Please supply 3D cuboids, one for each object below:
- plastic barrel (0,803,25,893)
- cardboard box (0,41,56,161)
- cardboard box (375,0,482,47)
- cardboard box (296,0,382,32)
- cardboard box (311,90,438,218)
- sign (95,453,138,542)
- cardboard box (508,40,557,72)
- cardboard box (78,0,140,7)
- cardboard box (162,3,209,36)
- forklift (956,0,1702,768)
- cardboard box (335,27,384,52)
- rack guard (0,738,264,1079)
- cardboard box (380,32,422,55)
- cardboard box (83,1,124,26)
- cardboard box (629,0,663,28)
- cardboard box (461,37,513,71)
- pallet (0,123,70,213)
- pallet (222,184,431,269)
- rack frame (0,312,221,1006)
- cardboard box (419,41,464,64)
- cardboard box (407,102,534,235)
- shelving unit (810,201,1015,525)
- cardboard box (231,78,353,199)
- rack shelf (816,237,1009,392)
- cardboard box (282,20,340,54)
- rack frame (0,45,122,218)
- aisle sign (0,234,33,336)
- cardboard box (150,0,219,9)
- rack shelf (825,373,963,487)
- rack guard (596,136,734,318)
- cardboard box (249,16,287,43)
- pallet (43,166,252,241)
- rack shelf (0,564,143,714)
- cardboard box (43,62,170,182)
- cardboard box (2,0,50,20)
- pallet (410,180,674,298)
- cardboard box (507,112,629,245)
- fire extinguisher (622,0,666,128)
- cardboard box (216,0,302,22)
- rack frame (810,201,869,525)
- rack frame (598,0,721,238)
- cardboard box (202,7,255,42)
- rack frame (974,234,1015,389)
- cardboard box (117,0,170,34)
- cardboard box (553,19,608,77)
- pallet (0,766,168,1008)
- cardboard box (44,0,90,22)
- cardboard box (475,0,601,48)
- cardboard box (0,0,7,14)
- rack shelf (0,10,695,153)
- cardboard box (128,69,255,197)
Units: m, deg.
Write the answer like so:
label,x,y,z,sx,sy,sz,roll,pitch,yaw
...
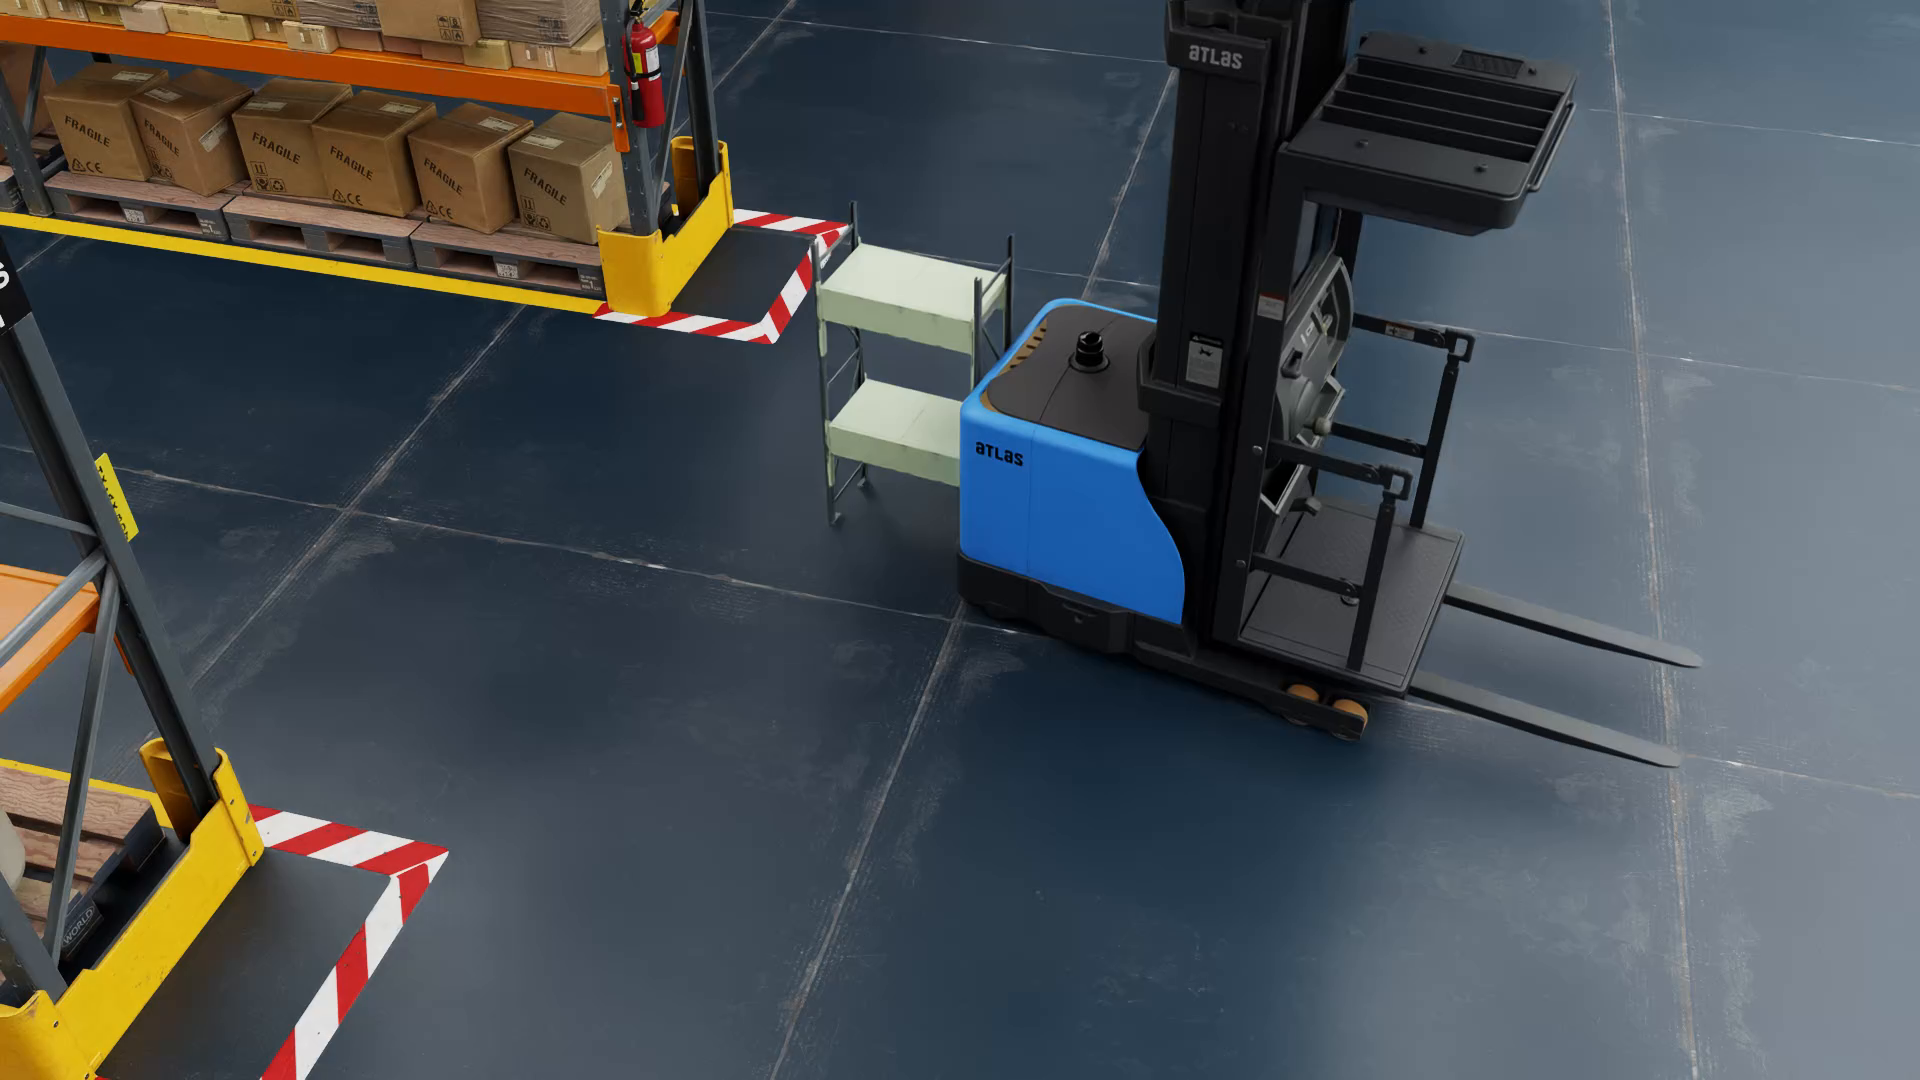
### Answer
label,x,y,z,sx,sy,sz,roll,pitch,yaw
plastic barrel,-3.527,1.055,5.769,0.421,0.512,0.421,0,40,0
cardboard box,-6.043,-2.743,10.286,0.500,0.500,0.700,7,41,8
cardboard box,-2.630,-3.021,8.706,0.500,0.500,0.875,10,41,11
cardboard box,-3.102,-3.131,8.836,0.500,0.500,0.875,10,41,11
cardboard box,-3.377,-2.263,9.730,0.500,0.500,0.500,13,42,15
sign,-2.725,-0.122,5.347,0.005,0.325,0.100,10,41,11
cardboard box,-2.162,-2.616,8.728,0.250,0.149,0.380,10,41,11
cardboard box,-4.563,-3.351,9.098,0.500,0.500,0.875,10,41,11
cardboard box,-4.112,-2.905,9.072,0.250,0.149,0.380,10,41,11
forklift,1.539,-0.700,6.305,3.031,2.935,1.130,17,43,20
cardboard box,-3.132,-2.772,8.914,0.250,0.149,0.380,10,41,11
rack guard,-2.957,1.299,5.814,0.348,0.500,1.175,10,41,11
cardboard box,-2.885,-2.745,8.881,0.250,0.149,0.380,10,41,11
cardboard box,-4.595,-2.988,9.171,0.250,0.149,0.380,10,41,11
cardboard box,-1.805,-2.851,9.008,0.250,0.149,0.380,10,41,11
cardboard box,-2.416,-2.626,8.740,0.250,0.149,0.380,10,41,11
pallet,-6.208,-2.477,10.536,1.213,0.211,1.003,10,41,11
pallet,-3.615,-2.058,10.036,1.213,0.211,1.003,10,41,11
rack frame,-2.872,0.325,5.030,0.127,3.000,1.000,10,41,11
cardboard box,-2.654,-2.677,8.801,0.250,0.149,0.380,10,41,11
cardboard box,-2.777,-2.148,9.592,0.500,0.500,0.500,20,44,23
shelving unit,-0.195,-0.674,7.386,0.755,1.500,0.431,15,42,17
cardboard box,-3.904,-2.384,9.873,0.500,0.500,0.500,6,40,8
rack shelf,-0.195,-0.973,7.135,0.720,0.370,0.431,15,42,17
cardboard box,-3.396,-2.759,8.898,0.250,0.149,0.380,10,41,11
rack frame,-5.456,-3.417,9.486,0.127,3.000,1.000,10,41,11
aisle sign,-2.727,-0.840,4.396,0.004,0.787,0.394,10,41,11
cardboard box,-4.054,-3.330,9.074,0.500,0.500,0.875,10,41,11
rack shelf,-0.195,-0.424,7.596,0.720,0.370,0.431,15,42,17
rack guard,-1.665,-1.807,9.513,0.348,0.500,1.175,10,41,11
cardboard box,-3.620,-2.843,8.999,0.250,0.149,0.380,10,41,11
pallet,-4.798,-2.259,10.276,1.213,0.211,1.003,10,41,11
rack shelf,-4.804,0.268,5.657,4.000,0.370,1.077,10,41,11
cardboard box,-5.080,-2.529,10.046,0.500,0.500,0.500,9,41,10
cardboard box,-5.088,-3.048,9.242,0.250,0.149,0.380,10,41,11
pallet,-2.441,-1.853,9.793,1.213,0.211,1.003,10,41,11
cardboard box,-2.190,-2.069,9.499,0.500,0.500,0.500,17,43,19
fire extinguisher,-1.600,-2.417,8.355,0.183,0.674,0.296,10,41,11
cardboard box,-3.582,-3.221,8.944,0.500,0.500,0.875,10,41,11
rack frame,-0.532,-0.765,7.494,0.023,1.500,0.400,15,42,17
rack frame,-1.592,-2.752,8.694,0.127,3.000,1.000,10,41,11
cardboard box,-3.873,-2.857,9.014,0.250,0.149,0.380,10,41,11
rack frame,0.143,-0.583,7.278,0.023,1.500,0.400,15,42,17
cardboard box,-4.364,-2.921,9.091,0.250,0.149,0.380,10,41,11
cardboard box,-1.920,-2.575,8.678,0.250,0.149,0.380,10,41,11
pallet,-3.741,1.272,6.072,1.213,0.211,1.003,10,41,11
cardboard box,-4.839,-3.024,9.213,0.250,0.149,0.380,10,41,11
cardboard box,-2.116,-3.012,8.695,0.500,0.500,0.875,10,41,11
cardboard box,-5.326,-3.098,9.301,0.250,0.149,0.380,10,41,11
rack shelf,-3.524,-2.809,9.321,4.000,0.370,1.077,10,41,11
cardboard box,-4.524,-2.438,9.938,0.500,0.500,0.500,23,45,25
